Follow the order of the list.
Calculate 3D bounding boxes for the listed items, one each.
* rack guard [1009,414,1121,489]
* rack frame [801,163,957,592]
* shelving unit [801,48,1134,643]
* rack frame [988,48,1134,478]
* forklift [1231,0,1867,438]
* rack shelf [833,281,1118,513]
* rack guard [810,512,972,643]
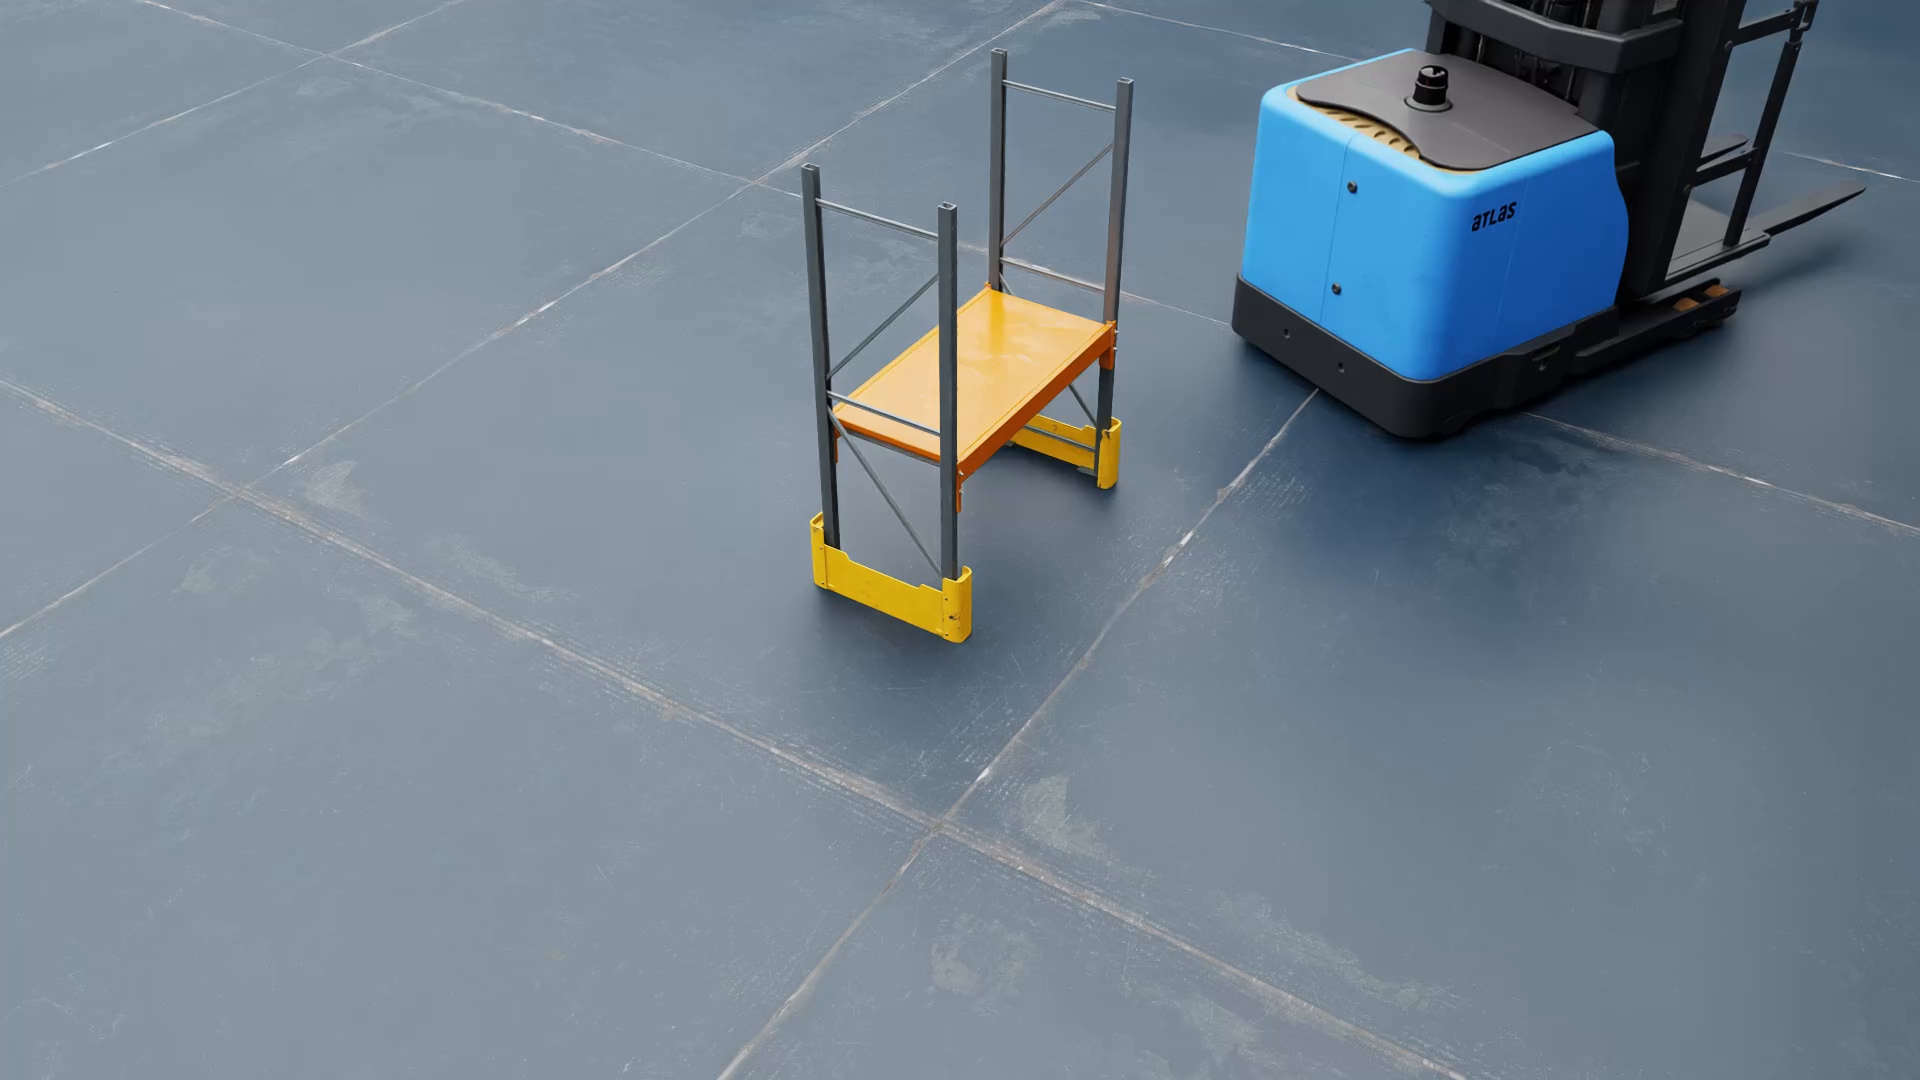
[{"bbox_3d":[0.308,-0.395,6.058,0.587,0.250,0.087,21,42,25],"label":"rack guard"},{"bbox_3d":[-0.227,-0.376,5.009,0.500,1.500,0.032,21,42,25],"label":"rack frame"},{"bbox_3d":[0.041,-0.633,5.343,0.587,1.500,1.083,21,42,25],"label":"shelving unit"},{"bbox_3d":[0.318,-0.900,5.689,0.500,1.500,0.032,21,42,25],"label":"rack frame"},{"bbox_3d":[2.615,-2.230,6.243,3.031,2.935,1.130,-22,43,-26],"label":"forklift"},{"bbox_3d":[0.046,-0.496,5.459,0.538,0.185,1.000,21,42,25],"label":"rack shelf"},{"bbox_3d":[-0.226,0.118,5.392,0.587,0.250,0.087,21,42,25],"label":"rack guard"}]
